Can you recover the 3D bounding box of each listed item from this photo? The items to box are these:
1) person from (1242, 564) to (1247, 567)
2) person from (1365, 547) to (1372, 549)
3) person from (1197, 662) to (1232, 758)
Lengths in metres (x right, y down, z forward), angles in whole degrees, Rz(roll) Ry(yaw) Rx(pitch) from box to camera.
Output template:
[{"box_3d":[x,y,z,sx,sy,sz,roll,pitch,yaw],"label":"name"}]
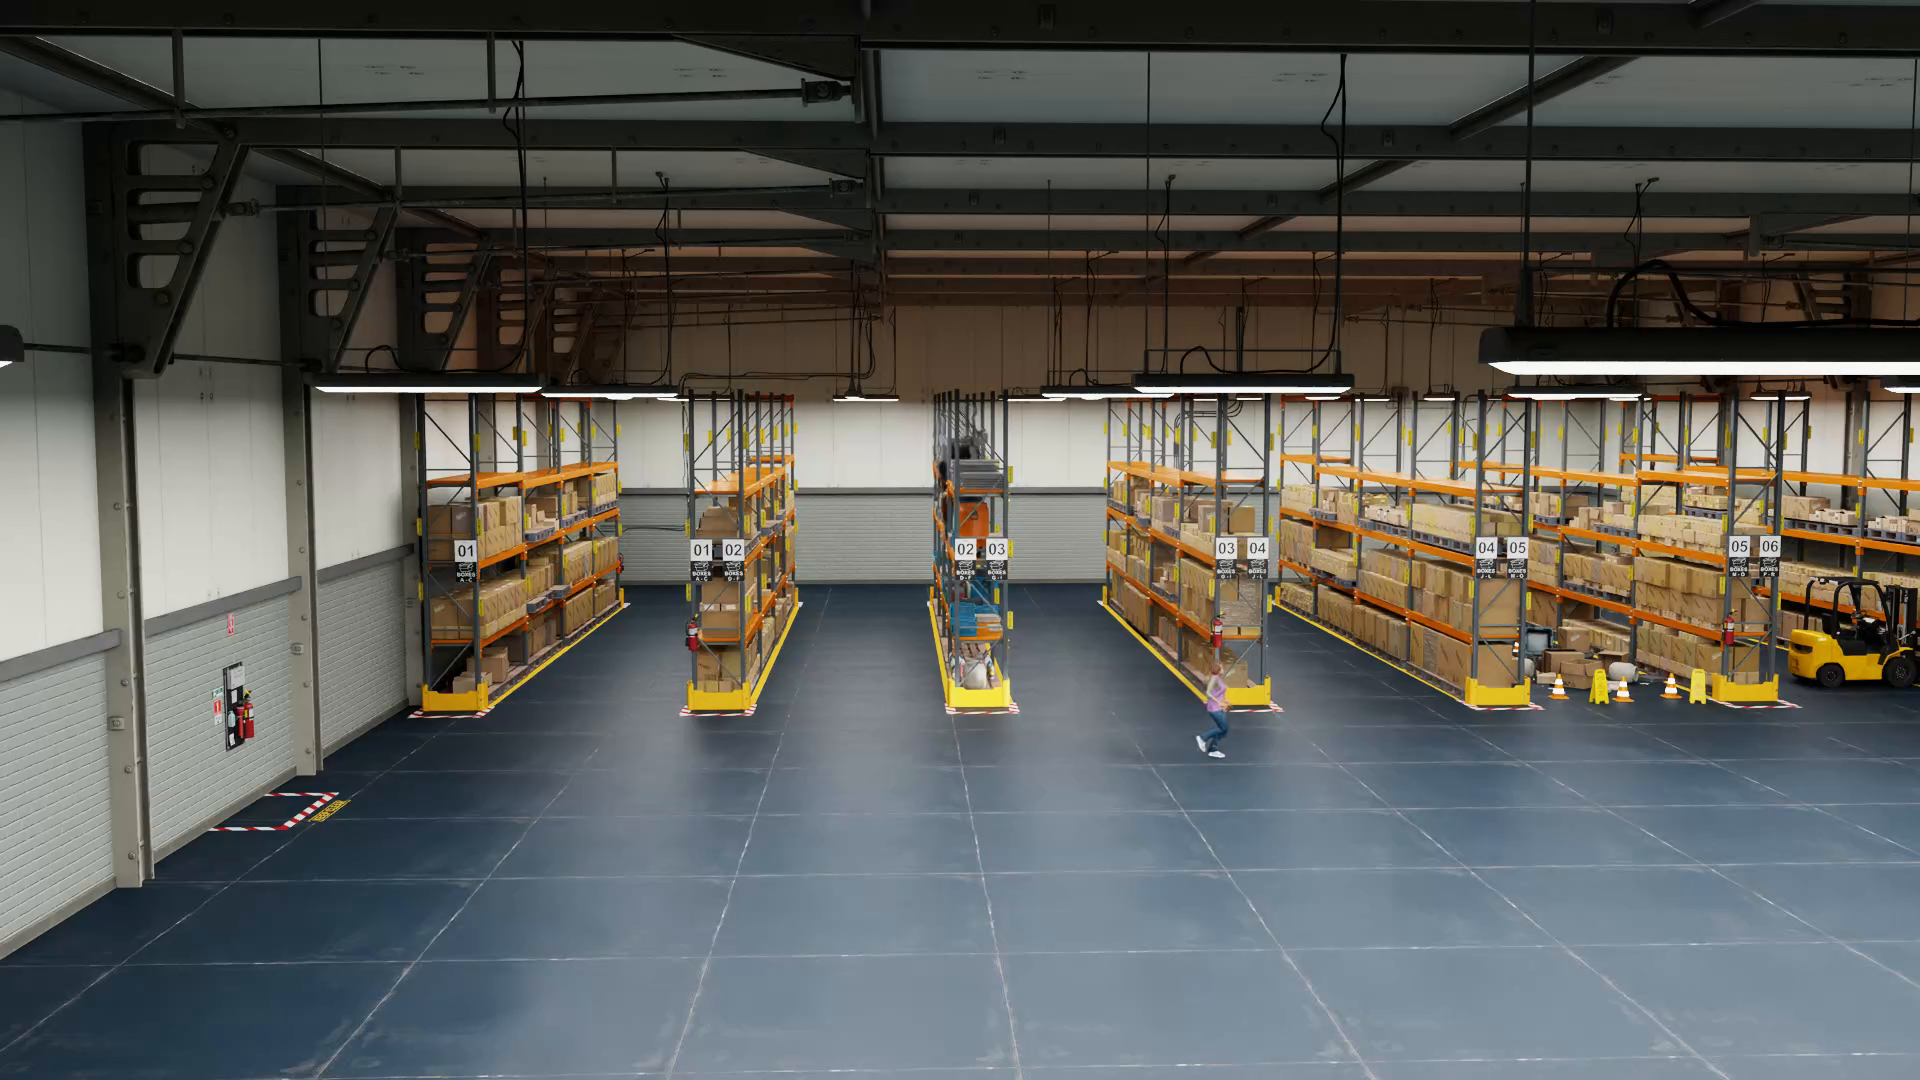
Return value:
[{"box_3d":[7.910,1.126,46.164,0.679,1.717,0.650,1,5,9],"label":"person"},{"box_3d":[11.383,1.088,46.290,0.646,1.752,0.752,-2,5,-19],"label":"person"},{"box_3d":[4.127,2.794,26.969,0.532,1.463,0.523,2,5,18],"label":"person"}]
